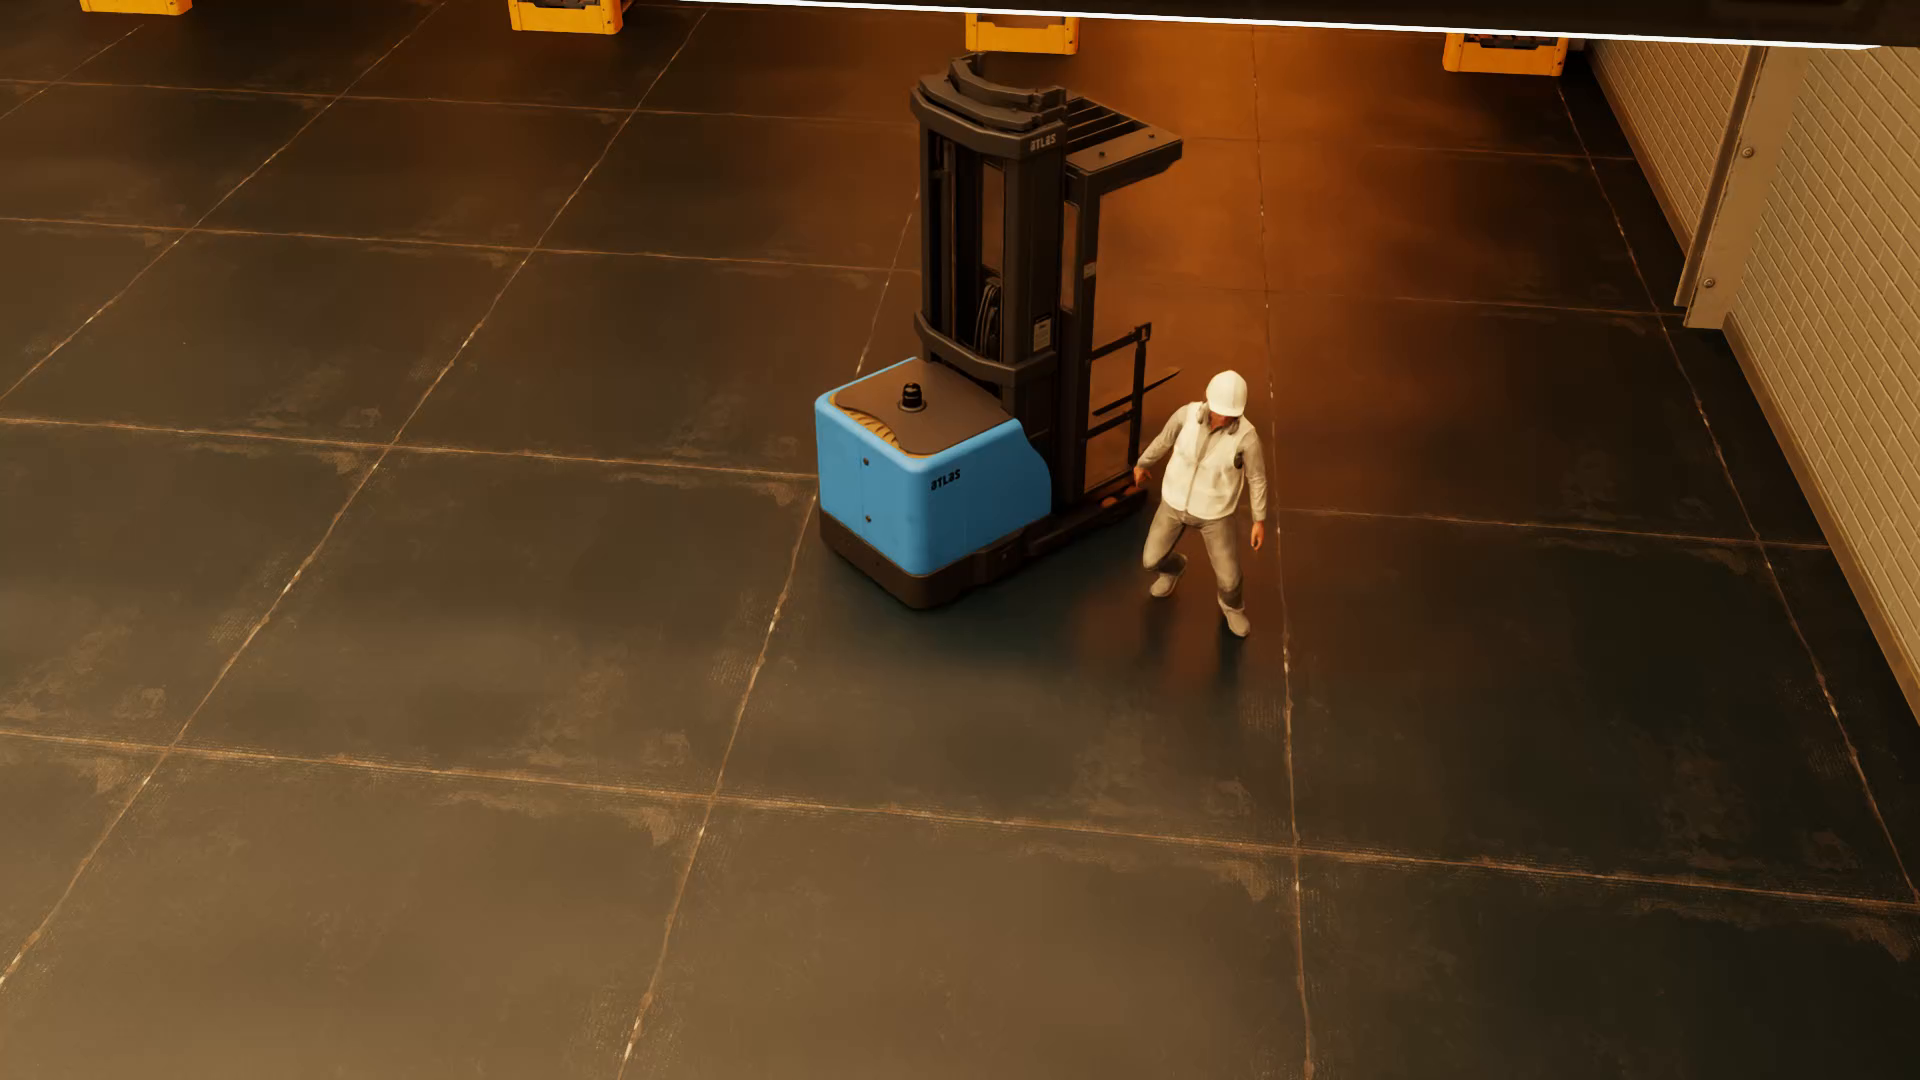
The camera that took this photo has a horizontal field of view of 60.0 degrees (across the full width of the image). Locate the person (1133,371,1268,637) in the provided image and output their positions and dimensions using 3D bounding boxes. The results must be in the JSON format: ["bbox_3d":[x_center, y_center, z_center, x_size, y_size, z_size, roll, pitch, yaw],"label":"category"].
[{"bbox_3d":[1.358,-0.266,9.444,0.870,1.692,0.482,20,41,25],"label":"person"}]

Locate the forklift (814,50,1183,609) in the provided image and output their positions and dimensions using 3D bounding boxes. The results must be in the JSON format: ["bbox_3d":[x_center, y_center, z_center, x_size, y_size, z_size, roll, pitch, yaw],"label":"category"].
[{"bbox_3d":[0.576,-1.503,10.069,3.031,2.935,1.130,-26,44,-31],"label":"forklift"}]
